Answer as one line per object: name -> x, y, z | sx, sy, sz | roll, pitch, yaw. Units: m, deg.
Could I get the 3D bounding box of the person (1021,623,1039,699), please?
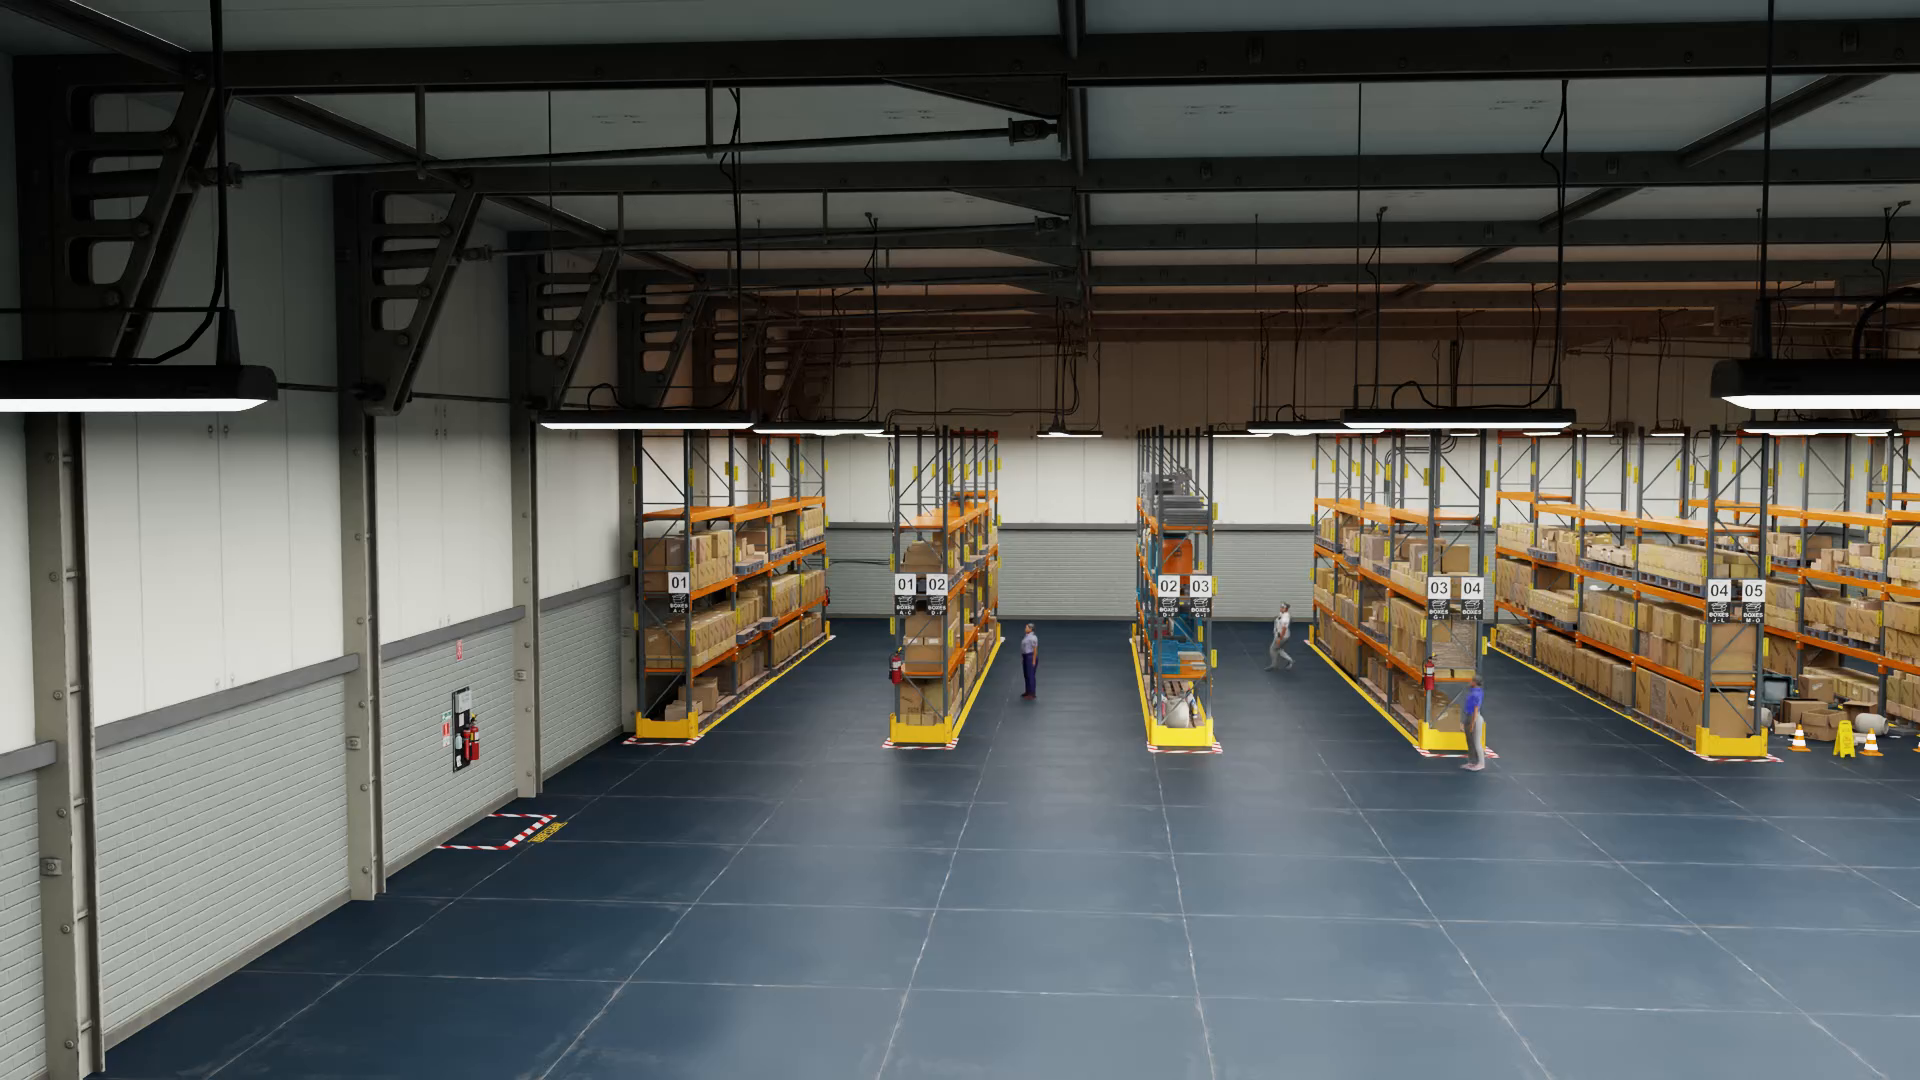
person -> 1.528, 2.676, 37.002 | 0.391, 1.658, 0.515 | -1, 4, -16

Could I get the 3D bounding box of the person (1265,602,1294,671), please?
person -> 7.921, 2.386, 41.291 | 0.706, 1.731, 0.590 | 1, 4, 17

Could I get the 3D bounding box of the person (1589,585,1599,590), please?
person -> 17.440, 2.109, 45.694 | 0.616, 1.736, 0.901 | -2, 4, -35

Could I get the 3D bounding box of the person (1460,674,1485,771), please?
person -> 8.915, 3.161, 28.914 | 0.364, 1.669, 0.525 | -1, 4, -13

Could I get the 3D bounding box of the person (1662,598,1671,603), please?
person -> 17.994, 2.286, 42.386 | 0.634, 1.820, 0.542 | -1, 4, -18
